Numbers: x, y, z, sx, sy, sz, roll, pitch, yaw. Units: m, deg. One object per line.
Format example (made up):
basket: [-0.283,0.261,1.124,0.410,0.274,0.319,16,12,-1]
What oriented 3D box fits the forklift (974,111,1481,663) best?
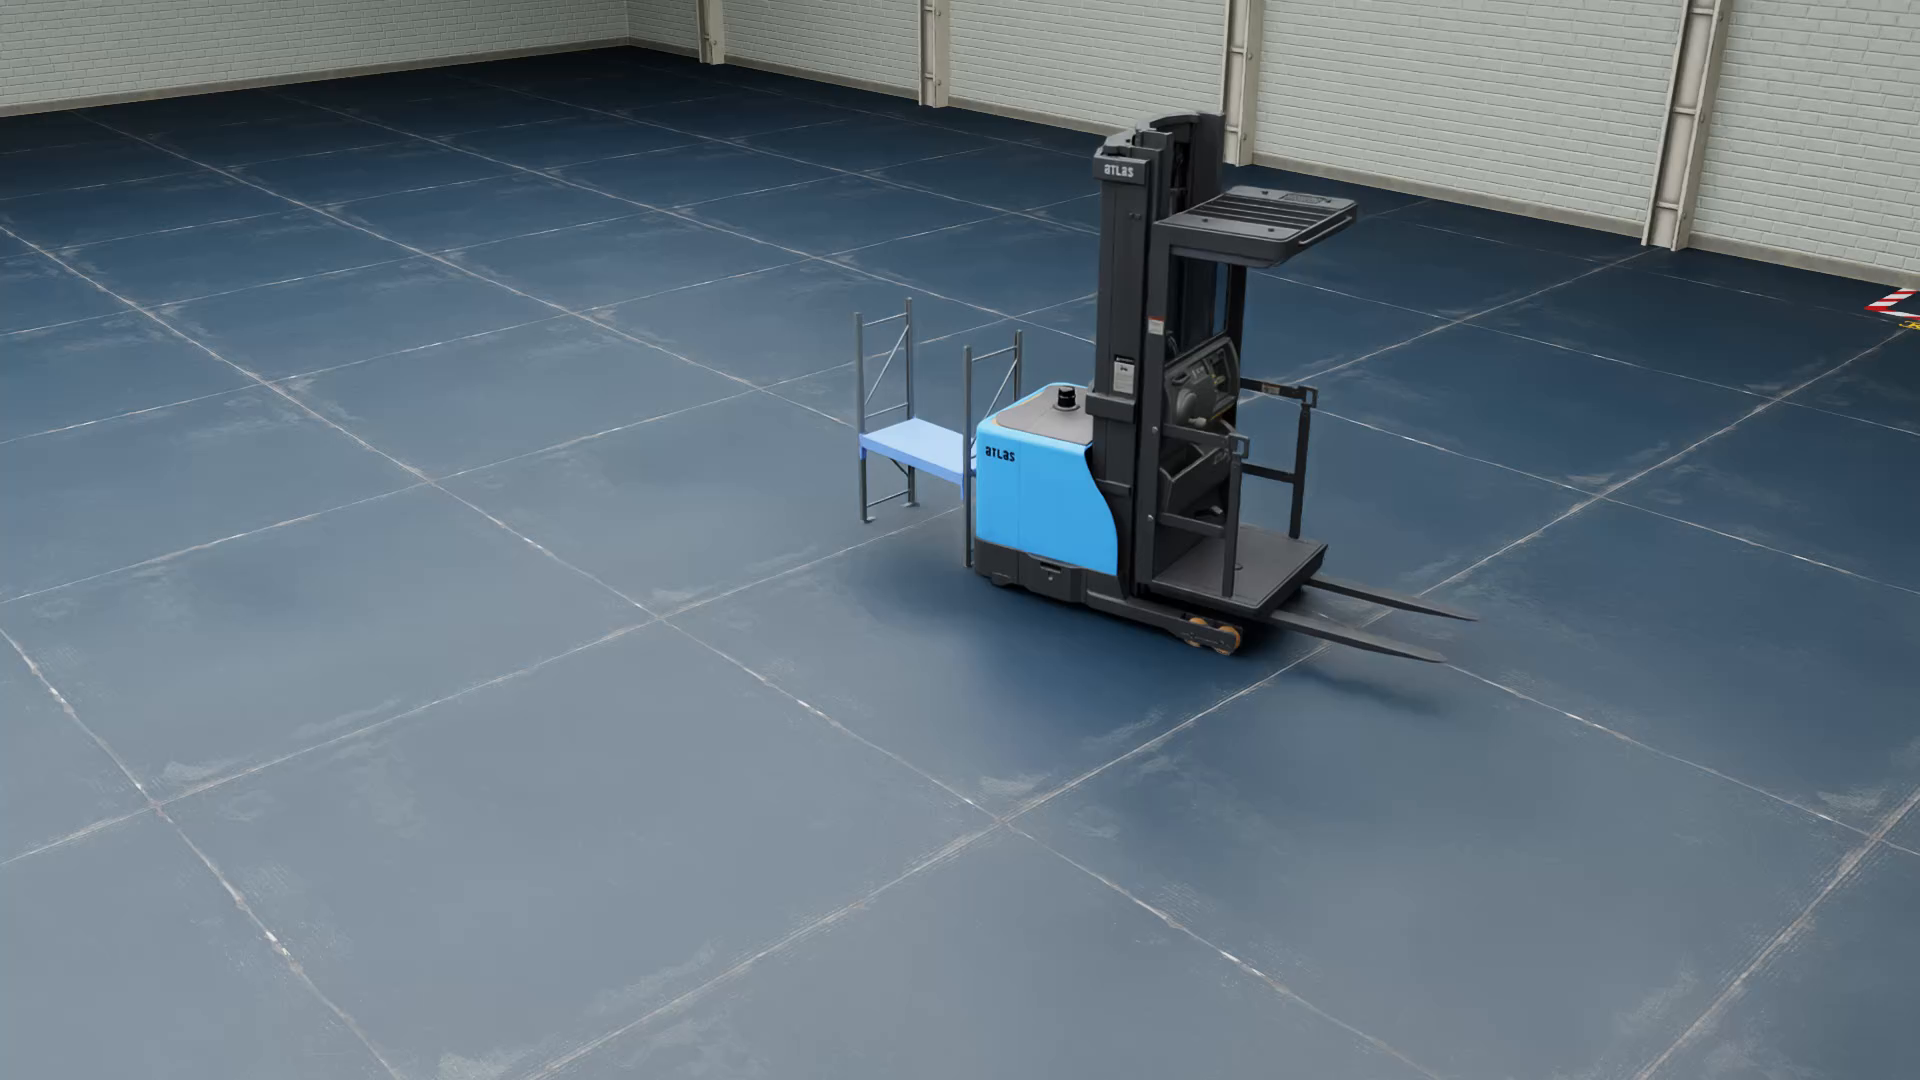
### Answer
forklift: [1.601,-0.911,9.715,3.031,2.935,1.130,15,29,30]

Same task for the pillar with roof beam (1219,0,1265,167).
pillar with roof beam: [0.548,-7.948,17.831,9.100,9.000,0.400,-21,32,-38]

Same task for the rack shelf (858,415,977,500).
rack shelf: [-0.150,-0.563,11.110,0.538,0.185,1.000,-22,33,-40]

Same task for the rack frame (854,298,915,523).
rack frame: [-0.507,-0.877,11.365,0.500,1.500,0.032,-22,33,-40]

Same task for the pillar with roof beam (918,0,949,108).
pillar with roof beam: [-3.553,-9.766,21.816,9.100,9.000,0.400,-21,32,-38]

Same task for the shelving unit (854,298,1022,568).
shelving unit: [-0.150,-0.727,11.036,0.538,1.500,1.048,-22,33,-40]

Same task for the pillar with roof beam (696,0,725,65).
pillar with roof beam: [-7.654,-11.584,25.800,9.100,9.000,0.400,-21,32,-38]

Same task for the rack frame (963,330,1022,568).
rack frame: [0.207,-0.577,10.707,0.500,1.500,0.032,-22,33,-40]

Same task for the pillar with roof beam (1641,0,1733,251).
pillar with roof beam: [4.649,-6.131,13.846,9.100,9.000,0.400,-21,32,-38]
